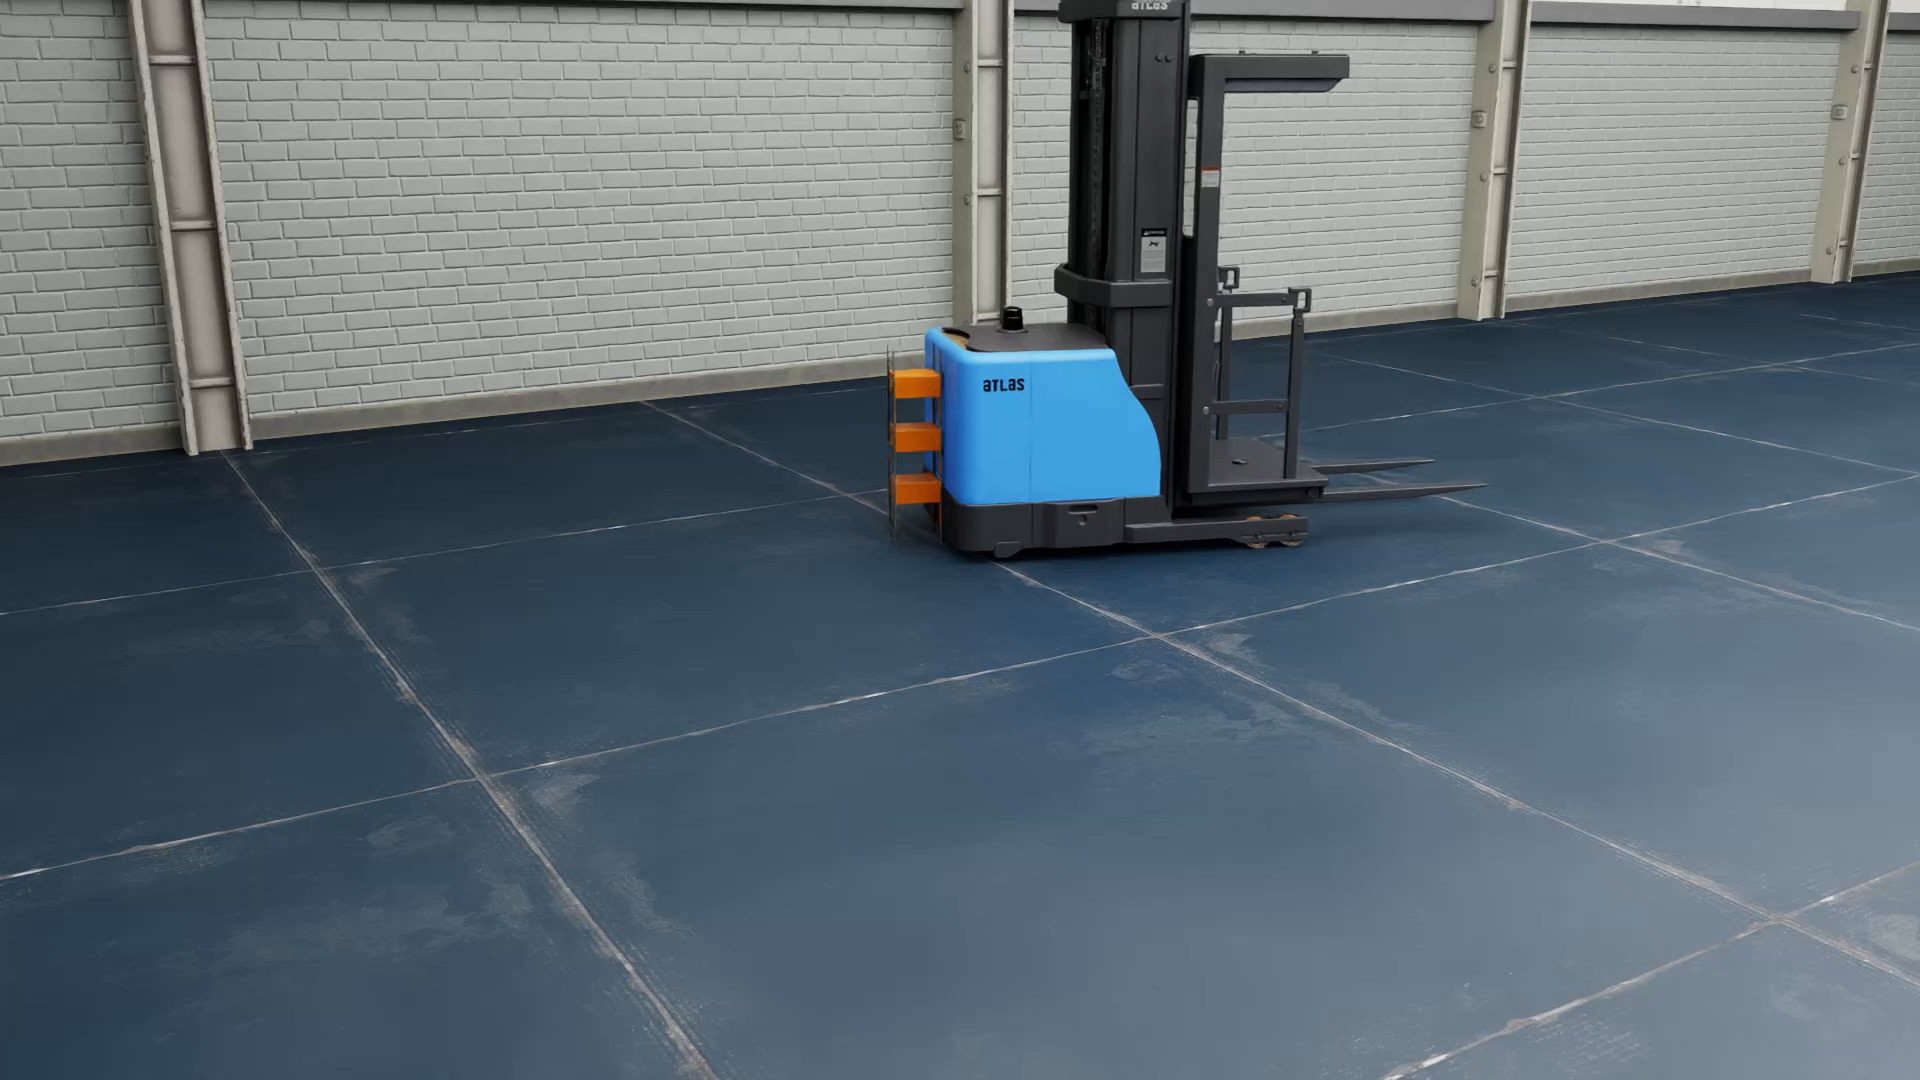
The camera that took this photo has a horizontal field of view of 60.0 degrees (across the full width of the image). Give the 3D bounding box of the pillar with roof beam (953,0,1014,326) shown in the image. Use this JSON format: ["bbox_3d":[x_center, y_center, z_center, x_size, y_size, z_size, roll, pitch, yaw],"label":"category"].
[{"bbox_3d":[2.404,-4.787,9.316,0.400,9.000,9.100,-9,18,-30],"label":"pillar with roof beam"}]

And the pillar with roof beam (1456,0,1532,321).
[{"bbox_3d":[7.547,-5.621,12.291,0.400,9.000,9.100,-9,18,-30],"label":"pillar with roof beam"}]

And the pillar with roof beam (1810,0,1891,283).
[{"bbox_3d":[12.690,-6.455,15.266,0.400,9.000,9.100,-9,18,-30],"label":"pillar with roof beam"}]

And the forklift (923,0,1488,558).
[{"bbox_3d":[1.365,-1.502,8.838,3.031,2.935,1.130,-3,16,-12],"label":"forklift"}]

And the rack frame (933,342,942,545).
[{"bbox_3d":[-0.119,-0.503,8.759,0.008,1.050,0.200,-3,16,-11],"label":"rack frame"}]

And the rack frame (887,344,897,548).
[{"bbox_3d":[-0.358,-0.490,8.711,0.008,1.050,0.200,-3,16,-11],"label":"rack frame"}]

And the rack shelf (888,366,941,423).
[{"bbox_3d":[-0.239,-0.759,8.662,0.240,0.259,0.215,-3,16,-11],"label":"rack shelf"}]

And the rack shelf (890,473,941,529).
[{"bbox_3d":[-0.239,-0.219,8.813,0.240,0.259,0.215,-3,16,-11],"label":"rack shelf"}]

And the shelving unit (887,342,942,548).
[{"bbox_3d":[-0.239,-0.496,8.735,0.252,1.050,0.215,-3,16,-11],"label":"shelving unit"}]

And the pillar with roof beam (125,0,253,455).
[{"bbox_3d":[-2.739,-3.953,6.340,0.400,9.000,9.100,-9,18,-30],"label":"pillar with roof beam"}]

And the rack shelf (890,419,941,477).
[{"bbox_3d":[-0.239,-0.486,8.738,0.240,0.259,0.215,-3,16,-11],"label":"rack shelf"}]
